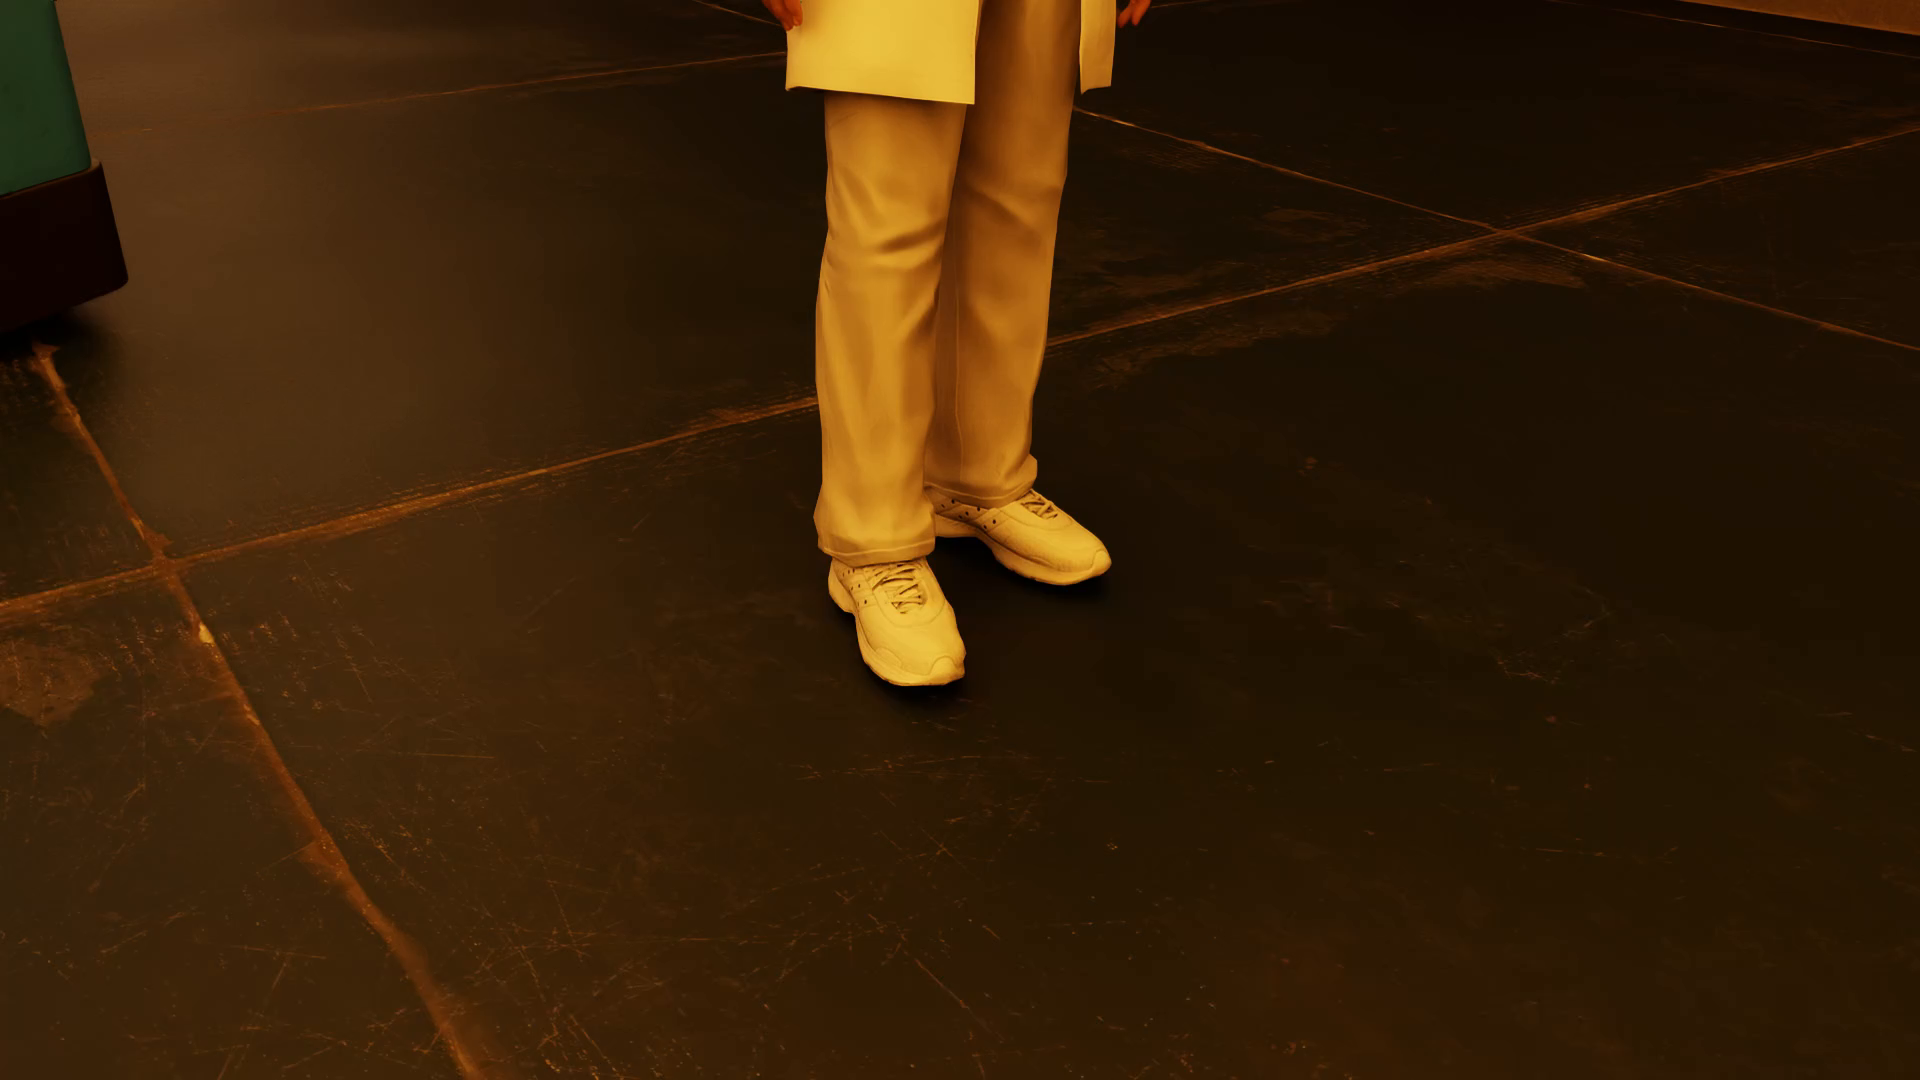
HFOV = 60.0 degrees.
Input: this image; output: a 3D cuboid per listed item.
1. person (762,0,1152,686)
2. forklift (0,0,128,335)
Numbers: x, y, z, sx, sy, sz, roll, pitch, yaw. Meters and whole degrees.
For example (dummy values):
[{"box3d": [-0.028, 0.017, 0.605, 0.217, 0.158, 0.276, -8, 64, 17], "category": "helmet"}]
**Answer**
[{"box3d": [0.048, -0.766, 2.030, 0.694, 1.775, 0.581, -17, 31, -31], "category": "person"}, {"box3d": [-3.264, -1.790, 2.799, 3.031, 2.935, 1.130, 9, 28, 17], "category": "forklift"}]
